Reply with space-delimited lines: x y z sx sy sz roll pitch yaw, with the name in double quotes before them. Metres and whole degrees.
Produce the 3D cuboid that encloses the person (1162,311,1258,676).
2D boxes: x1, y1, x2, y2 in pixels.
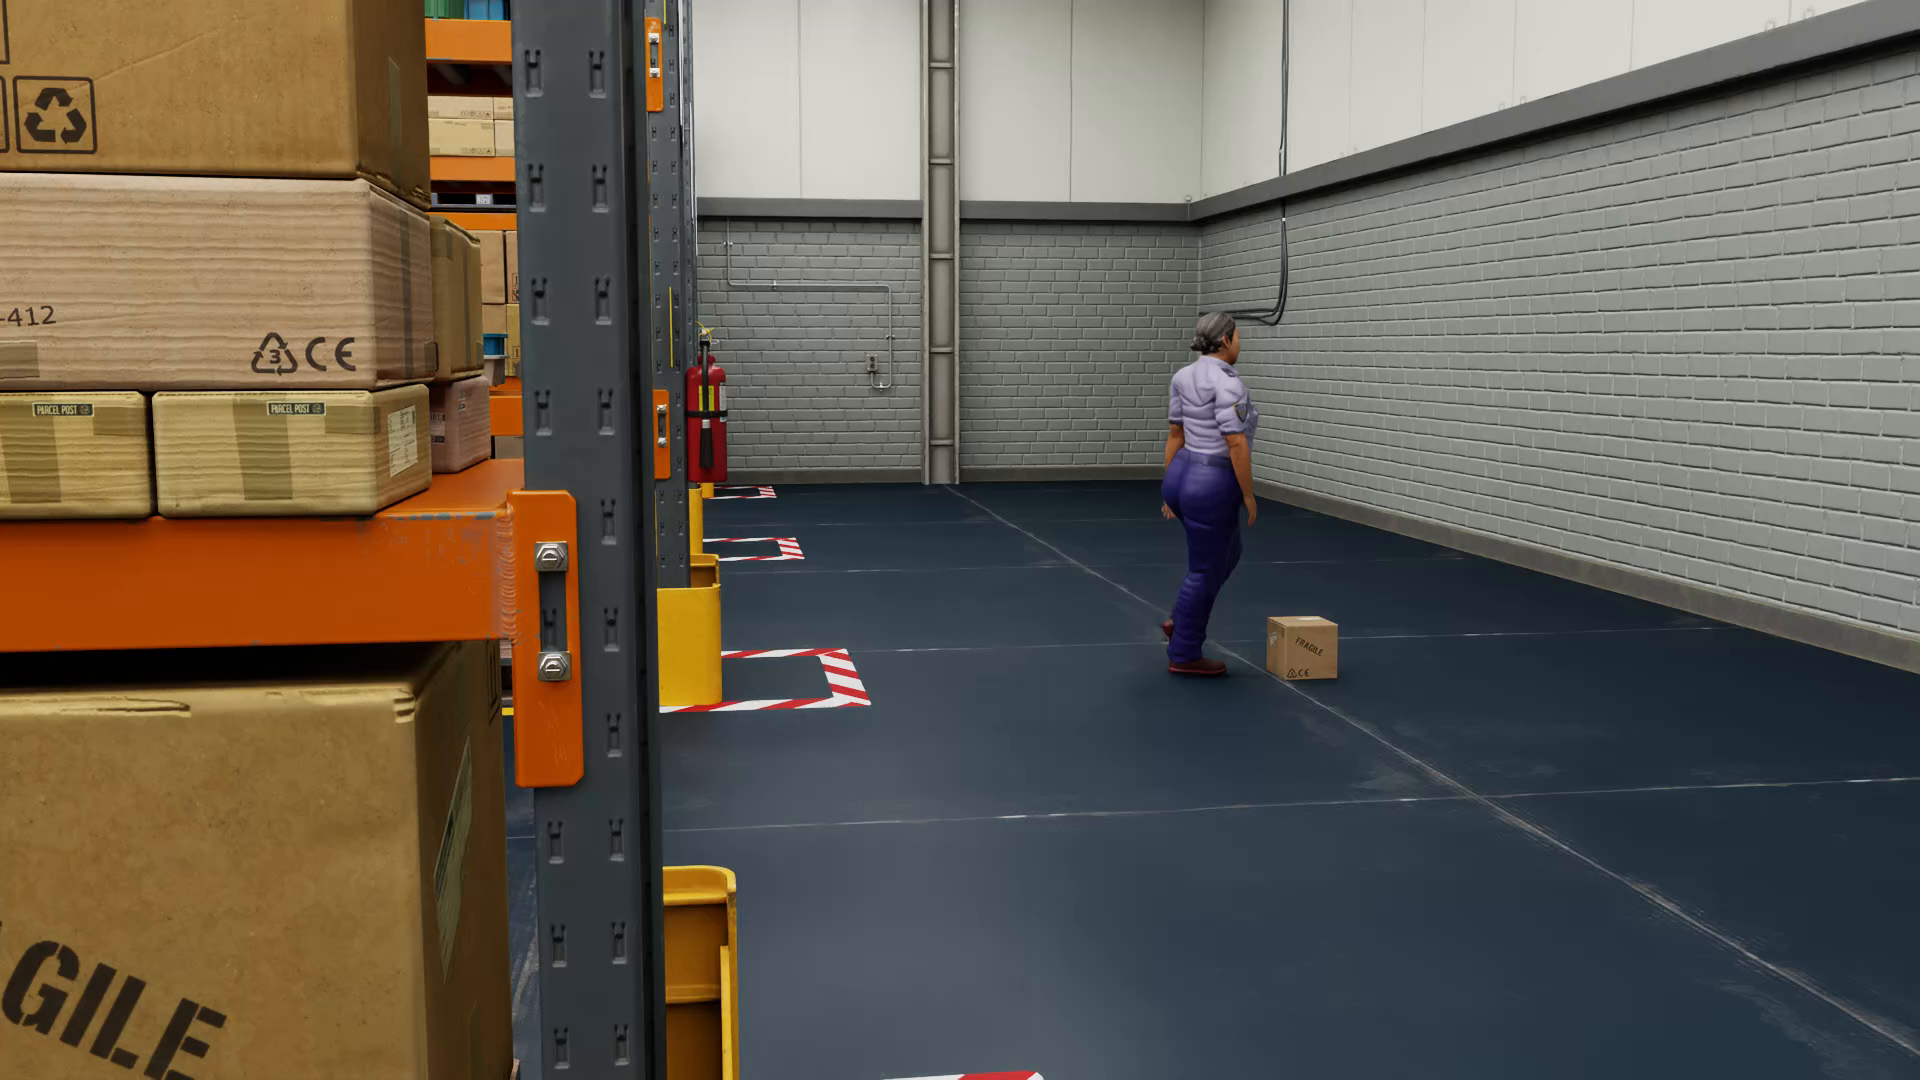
"person" 1.164 -0.202 7.545 0.460 1.648 0.551 -3 7 -22
